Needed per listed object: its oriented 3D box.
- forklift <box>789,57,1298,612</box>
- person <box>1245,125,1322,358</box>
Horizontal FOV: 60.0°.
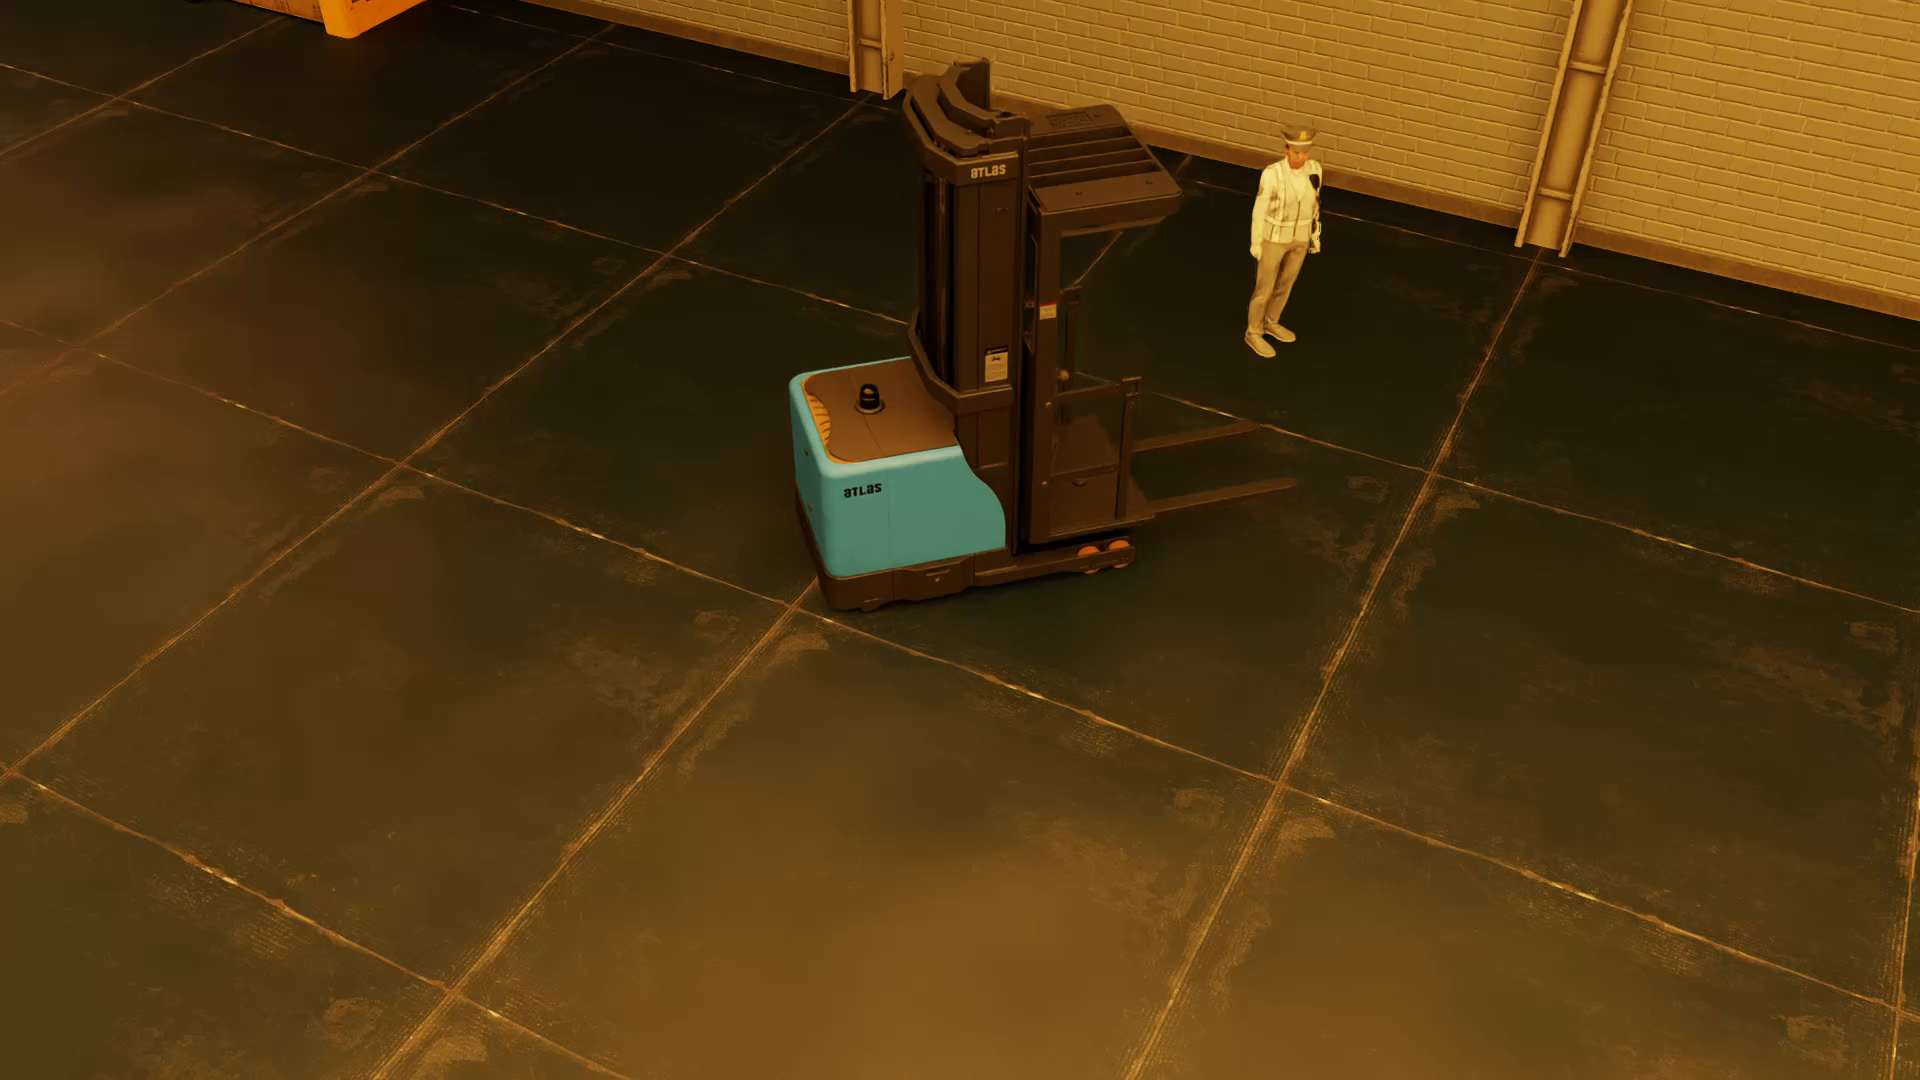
[{"bbox_3d":[0.558,-1.238,9.456,3.031,2.935,1.130,-11,41,-12],"label":"forklift"},{"bbox_3d":[2.248,-2.062,11.412,0.504,1.681,0.392,-8,41,-10],"label":"person"}]
